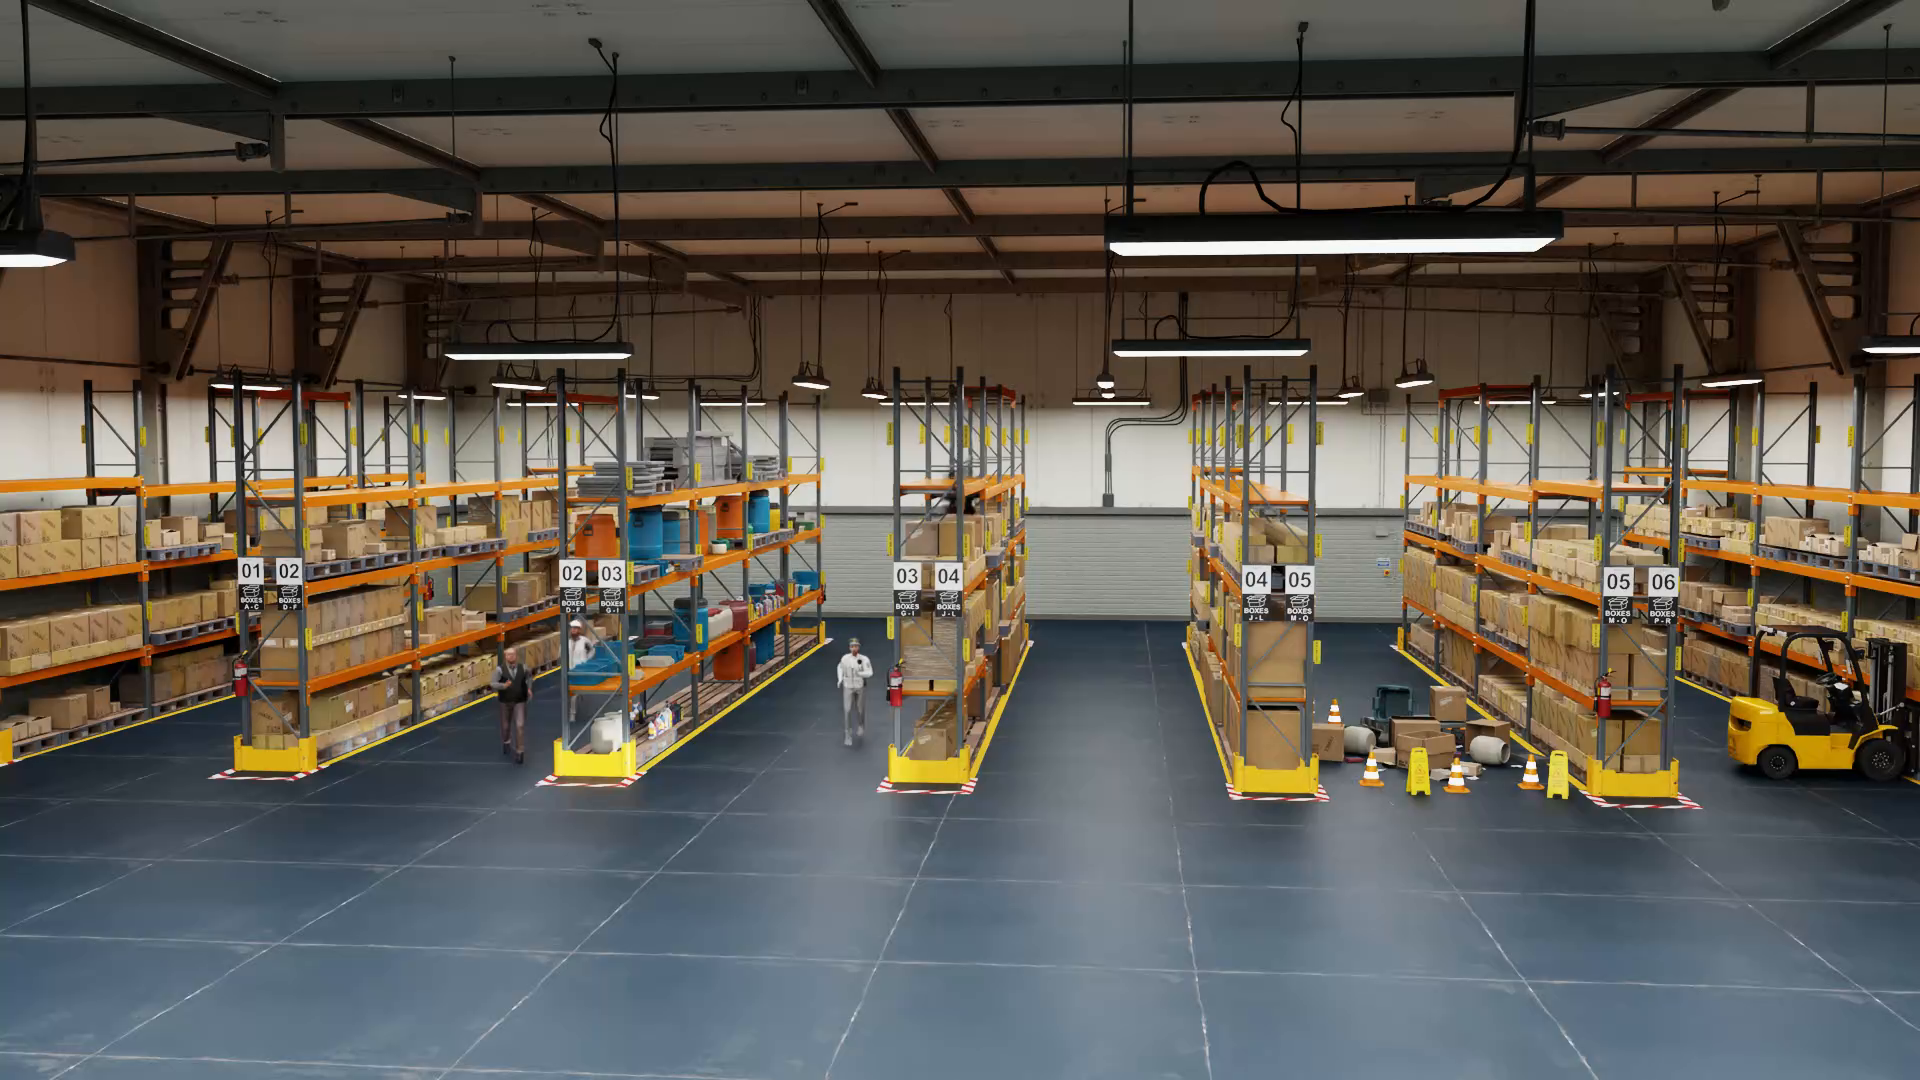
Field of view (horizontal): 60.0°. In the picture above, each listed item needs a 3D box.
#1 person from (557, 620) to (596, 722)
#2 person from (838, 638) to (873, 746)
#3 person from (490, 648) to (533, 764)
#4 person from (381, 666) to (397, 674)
[{"bbox_3d":[-6.856,2.310,29.647,0.638,1.762,1.046,0,4,7],"label":"person"},{"bbox_3d":[-1.726,2.443,27.217,0.604,1.704,0.879,0,4,3],"label":"person"},{"bbox_3d":[-6.900,2.523,25.643,0.651,1.719,0.957,-1,4,-17],"label":"person"},{"bbox_3d":[-11.412,2.096,32.912,0.700,1.758,0.872,0,4,-2],"label":"person"}]
